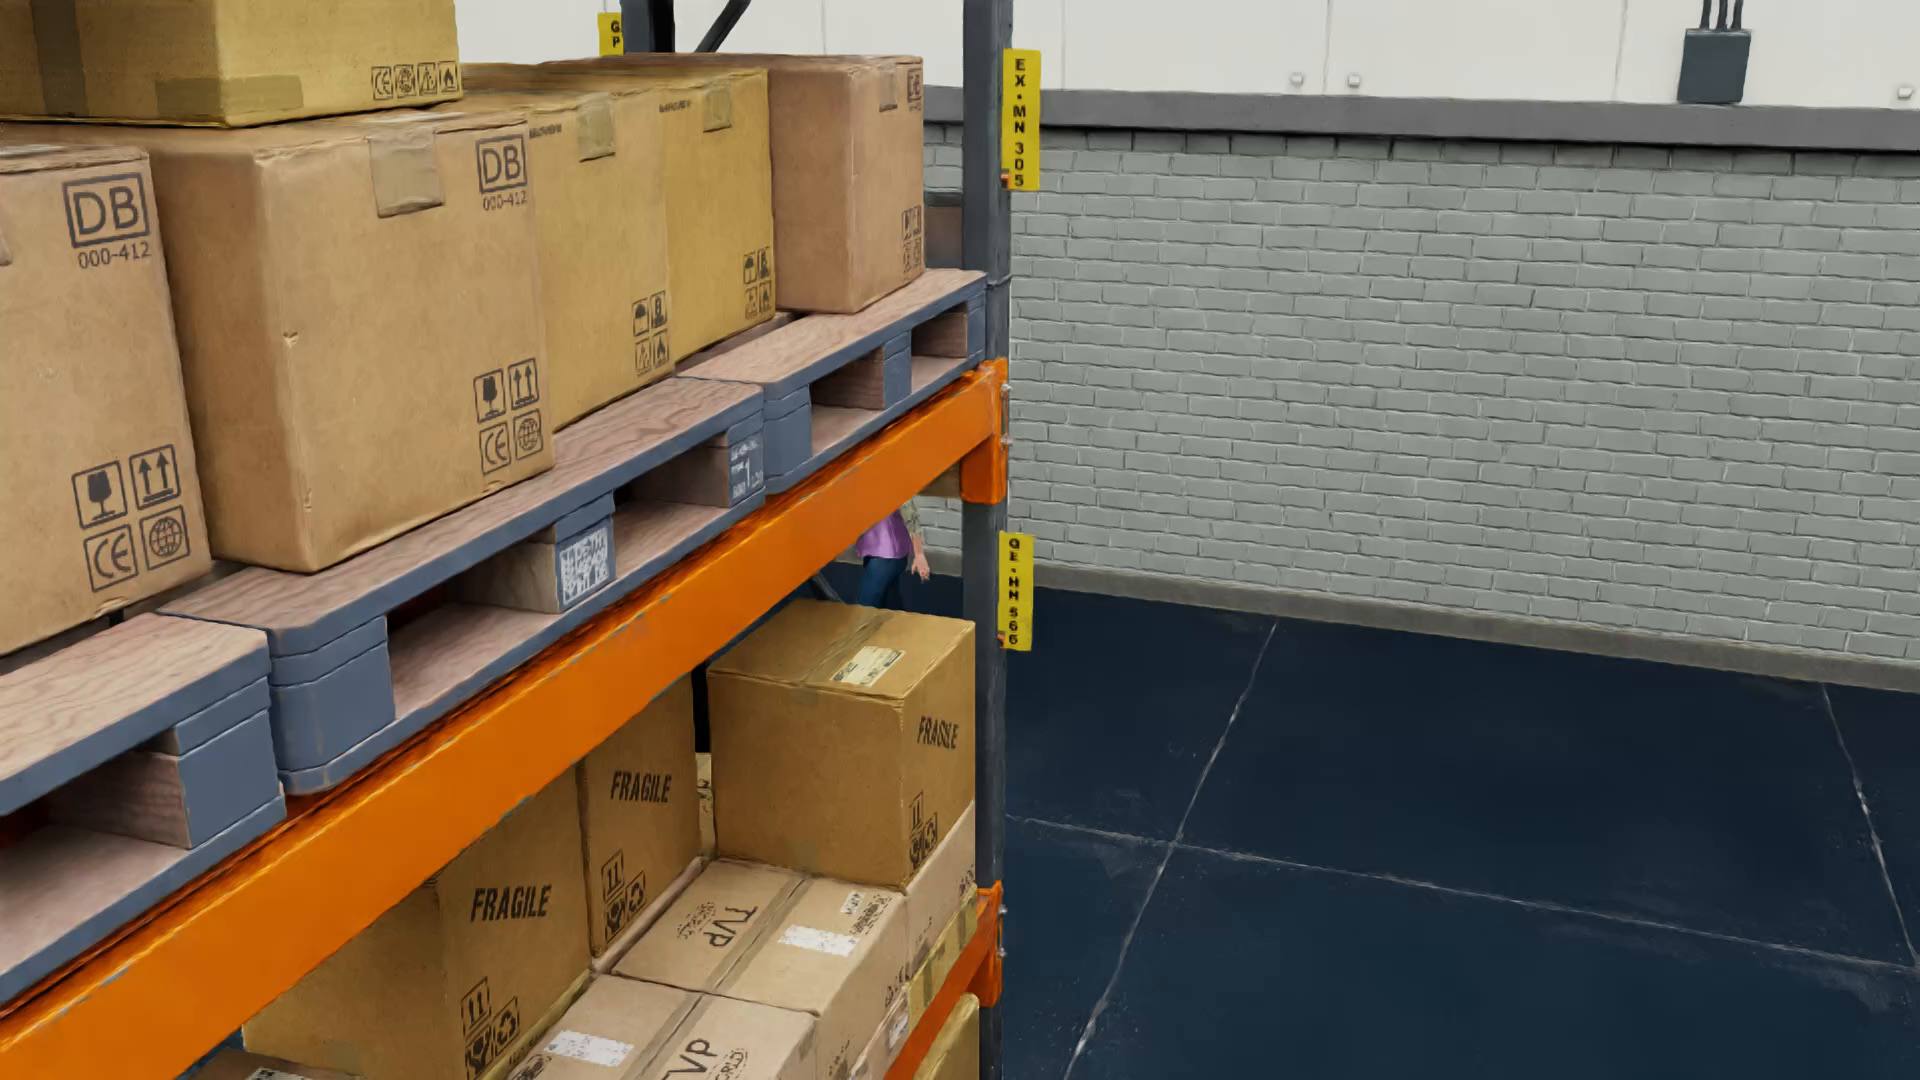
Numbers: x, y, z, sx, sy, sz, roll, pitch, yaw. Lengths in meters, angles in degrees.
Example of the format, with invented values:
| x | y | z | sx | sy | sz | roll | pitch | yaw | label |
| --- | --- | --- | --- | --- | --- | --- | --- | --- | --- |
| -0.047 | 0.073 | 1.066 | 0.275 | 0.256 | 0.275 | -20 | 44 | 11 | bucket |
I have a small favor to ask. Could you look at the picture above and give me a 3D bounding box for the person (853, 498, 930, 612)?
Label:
| x | y | z | sx | sy | sz | roll | pitch | yaw | label |
| --- | --- | --- | --- | --- | --- | --- | --- | --- | --- |
| -0.425 | 0.117 | 8.835 | 0.655 | 1.610 | 0.560 | -7 | 20 | -19 | person |
